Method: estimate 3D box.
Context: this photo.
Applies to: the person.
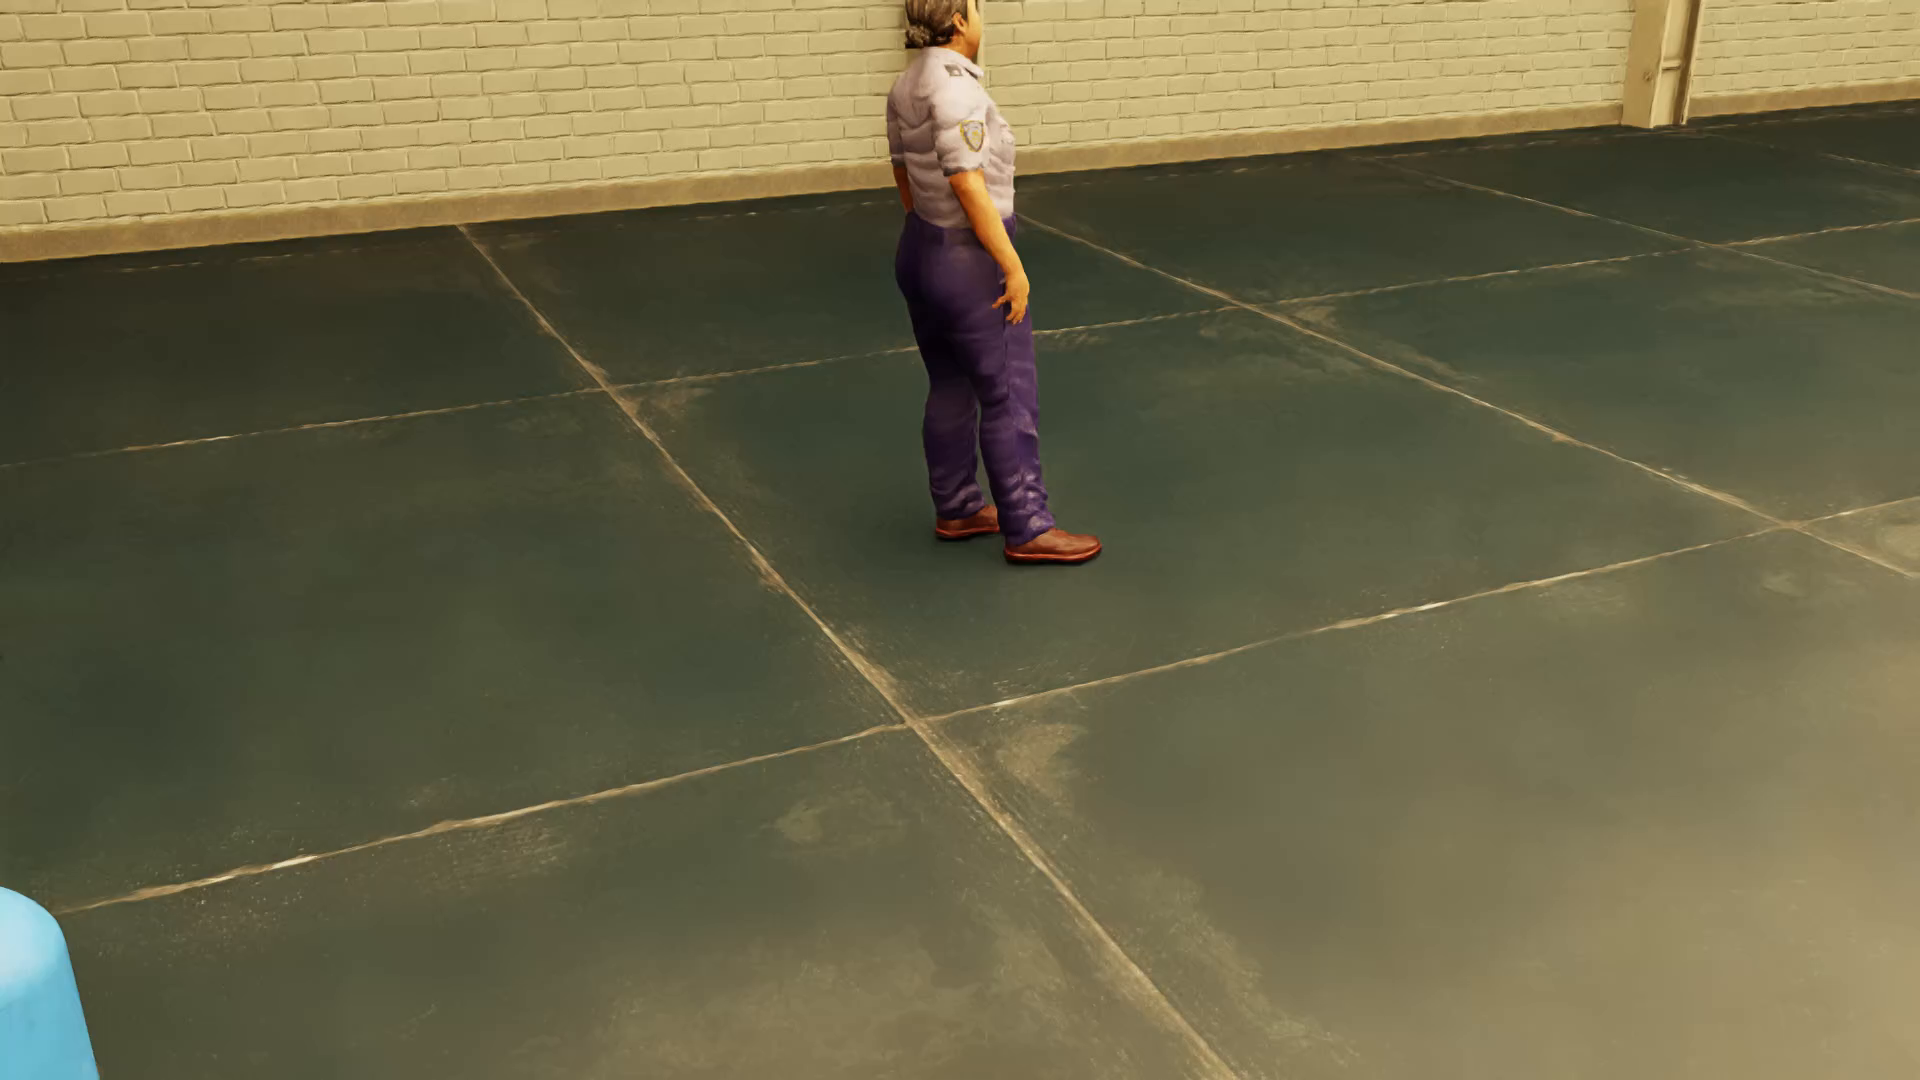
[{"bbox_3d":[0.091,-0.774,4.804,0.502,1.650,0.599,-10,25,-23],"label":"person"}]
